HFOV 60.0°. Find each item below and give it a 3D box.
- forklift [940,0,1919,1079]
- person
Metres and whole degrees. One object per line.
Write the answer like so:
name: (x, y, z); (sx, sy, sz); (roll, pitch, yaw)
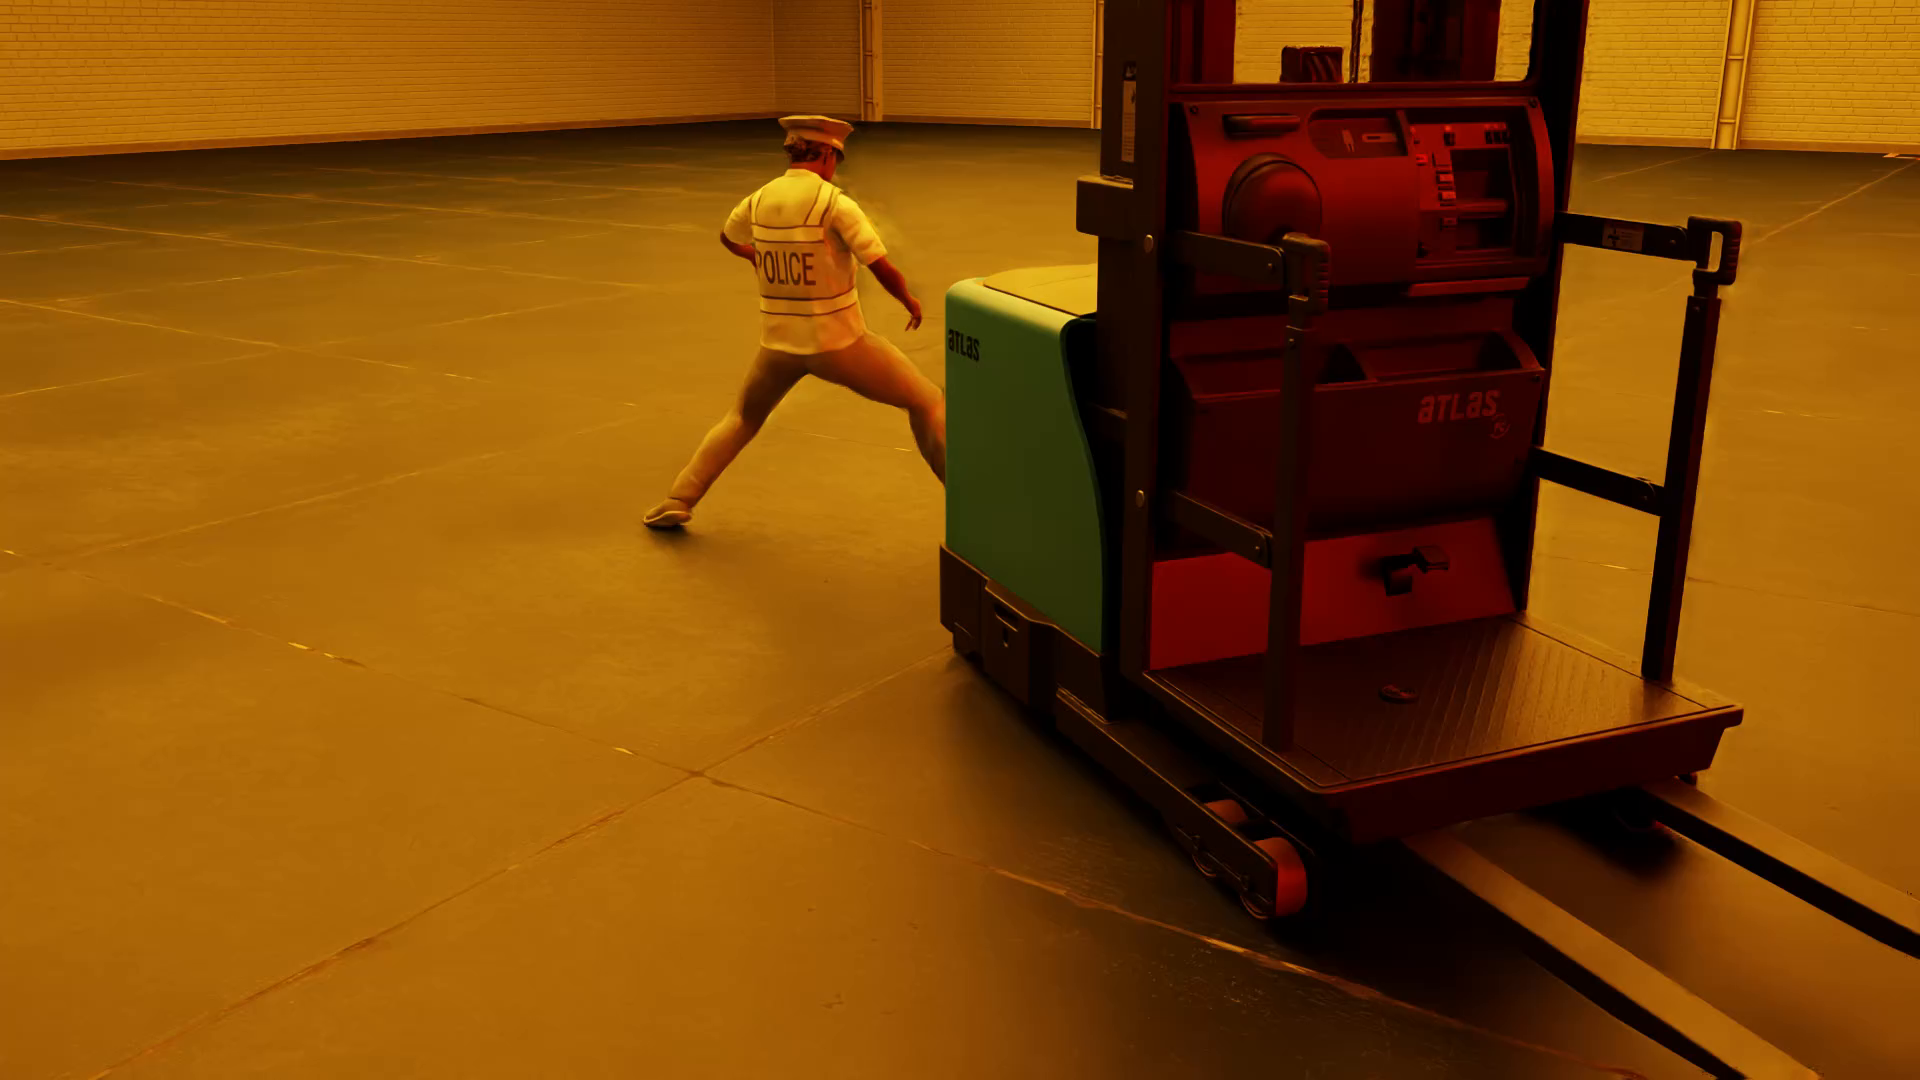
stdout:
forklift: (0.982, -0.772, 3.414); (1.130, 2.935, 3.031); (-7, 18, -22)
person: (-0.514, -0.775, 6.019); (1.103, 1.493, 0.944); (9, 19, 28)
